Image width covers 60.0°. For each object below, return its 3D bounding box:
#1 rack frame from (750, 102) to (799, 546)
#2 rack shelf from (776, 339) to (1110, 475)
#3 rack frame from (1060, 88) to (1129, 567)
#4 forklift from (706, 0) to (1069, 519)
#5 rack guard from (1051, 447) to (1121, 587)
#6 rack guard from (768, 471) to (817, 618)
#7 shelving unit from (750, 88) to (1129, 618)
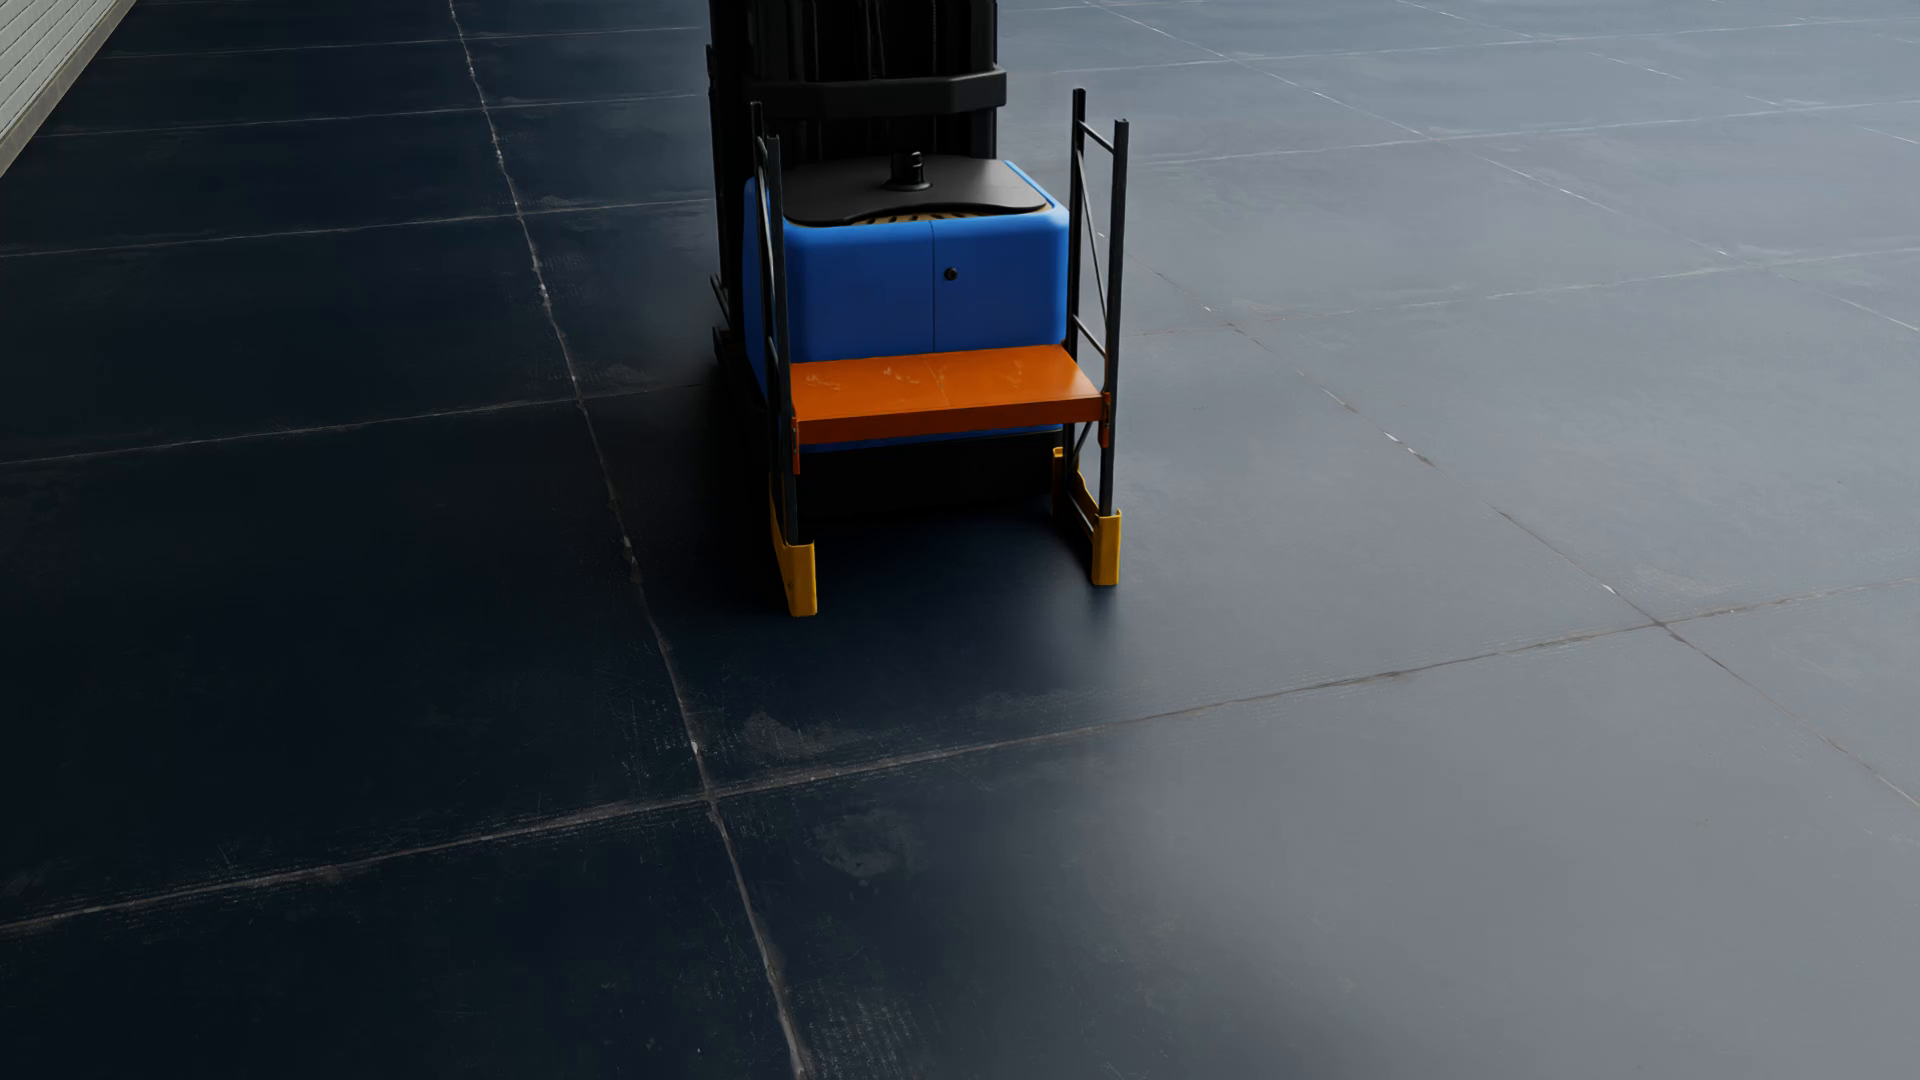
[{"bbox_3d":[-0.571,-0.554,5.179,0.032,1.500,0.500,-5,27,-11],"label":"rack frame"},{"bbox_3d":[-0.074,-0.440,5.354,1.000,0.185,0.538,-5,27,-11],"label":"rack shelf"},{"bbox_3d":[0.424,-0.648,5.369,0.032,1.500,0.500,-5,27,-11],"label":"rack frame"},{"bbox_3d":[-0.457,-2.021,6.524,1.130,2.935,3.031,-6,27,-13],"label":"forklift"},{"bbox_3d":[0.422,-0.088,5.647,0.087,0.250,0.587,-5,27,-11],"label":"rack guard"},{"bbox_3d":[-0.552,0.004,5.460,0.087,0.250,0.587,-5,27,-11],"label":"rack guard"},{"bbox_3d":[-0.065,-0.602,5.276,1.083,1.500,0.587,-5,27,-11],"label":"shelving unit"}]
